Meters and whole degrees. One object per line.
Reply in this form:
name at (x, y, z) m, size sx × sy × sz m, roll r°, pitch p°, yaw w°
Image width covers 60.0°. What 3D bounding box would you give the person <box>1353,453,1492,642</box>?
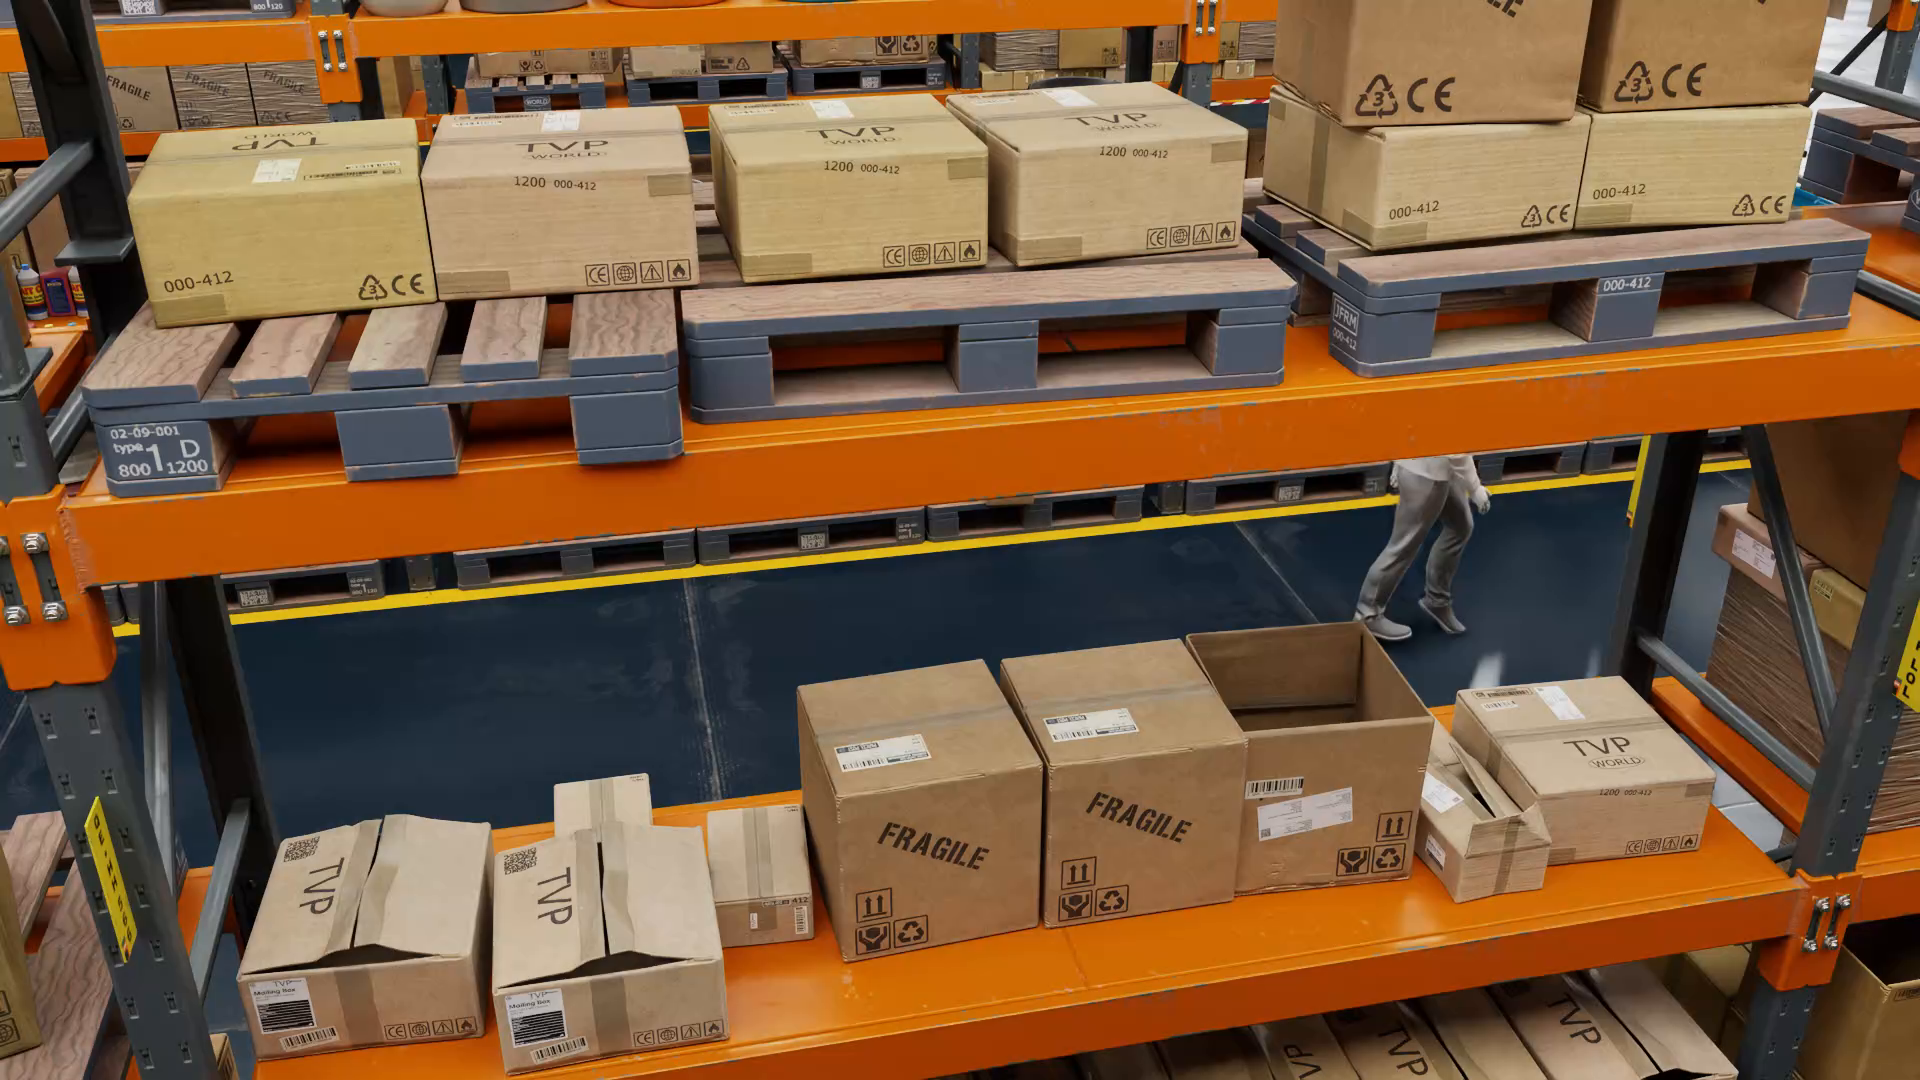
person at (2.168, -0.278, 7.658) m, size 0.566 × 1.755 × 0.485 m, roll 4°, pitch 27°, yaw 8°
